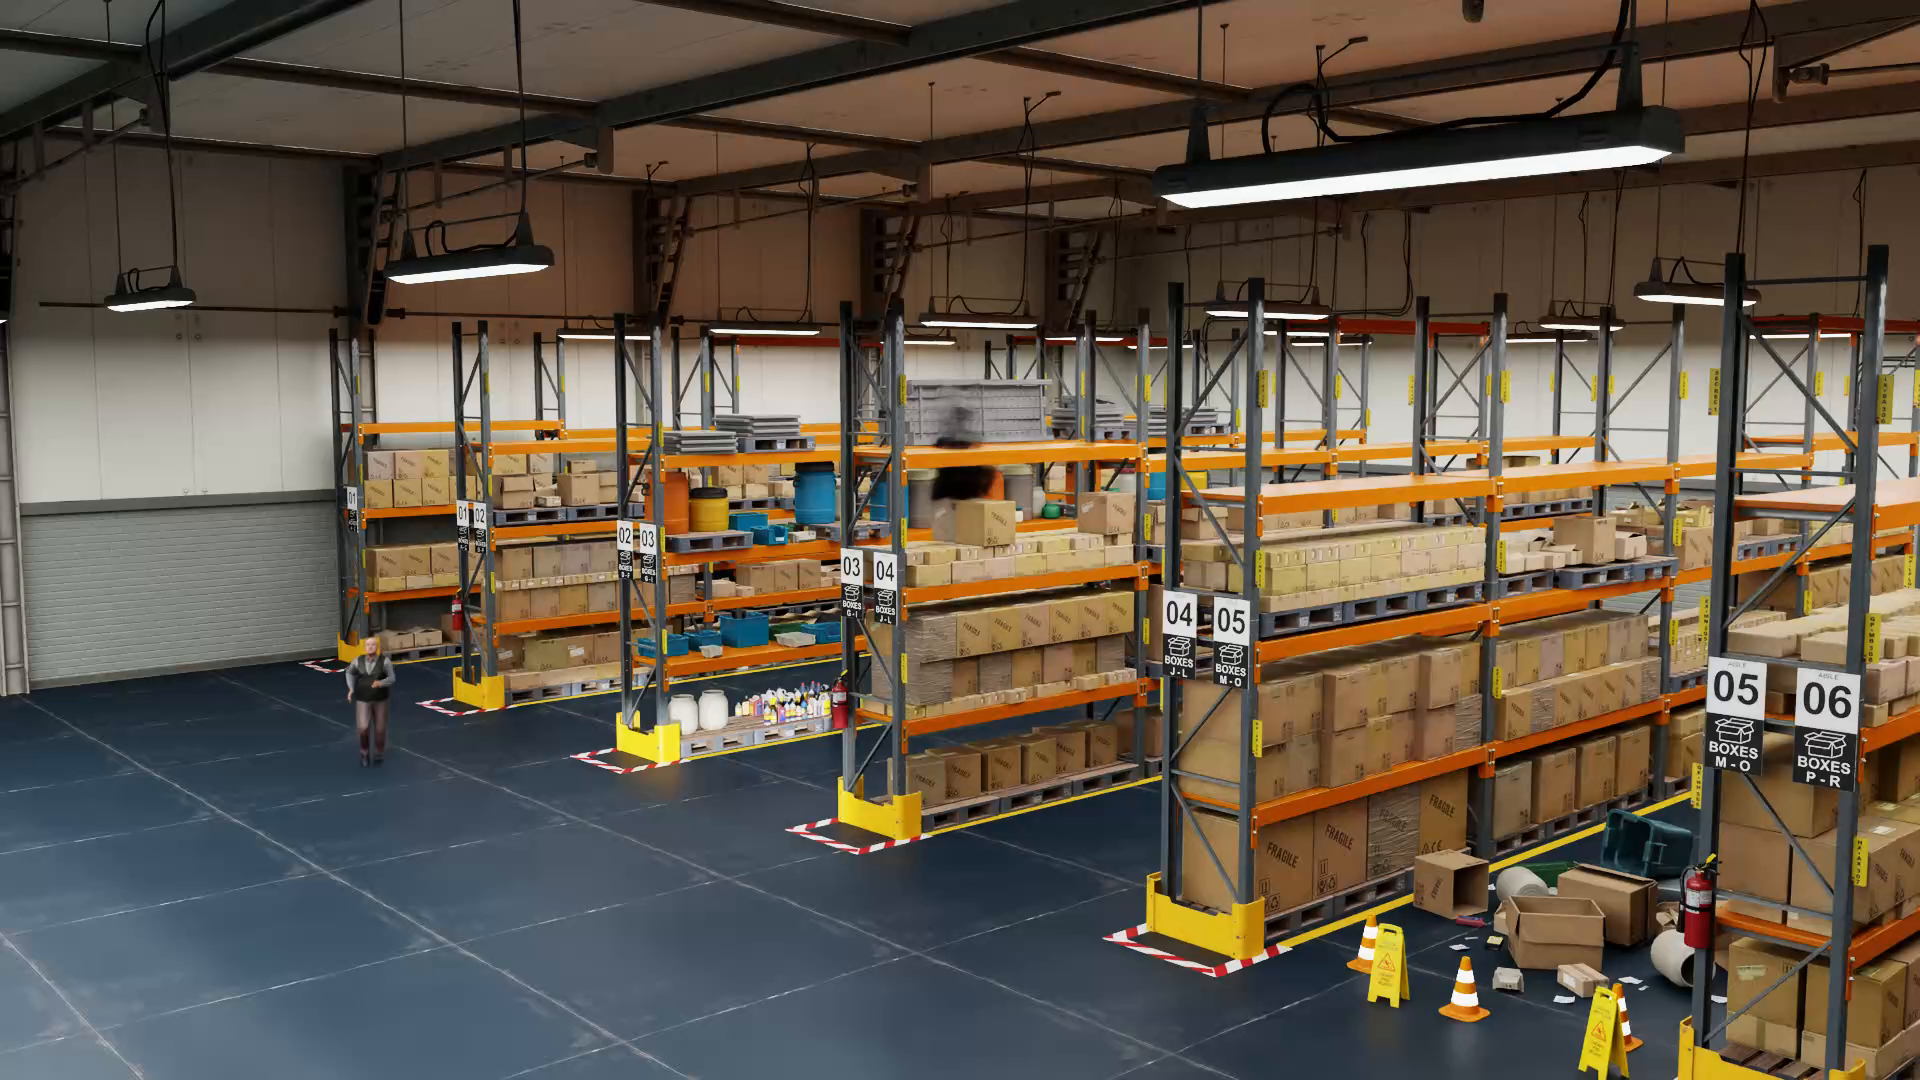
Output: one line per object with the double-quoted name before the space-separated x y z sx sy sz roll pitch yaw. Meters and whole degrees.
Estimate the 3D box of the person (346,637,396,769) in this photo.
"person" -7.759 2.150 21.922 0.630 1.724 0.703 -2 6 -18
